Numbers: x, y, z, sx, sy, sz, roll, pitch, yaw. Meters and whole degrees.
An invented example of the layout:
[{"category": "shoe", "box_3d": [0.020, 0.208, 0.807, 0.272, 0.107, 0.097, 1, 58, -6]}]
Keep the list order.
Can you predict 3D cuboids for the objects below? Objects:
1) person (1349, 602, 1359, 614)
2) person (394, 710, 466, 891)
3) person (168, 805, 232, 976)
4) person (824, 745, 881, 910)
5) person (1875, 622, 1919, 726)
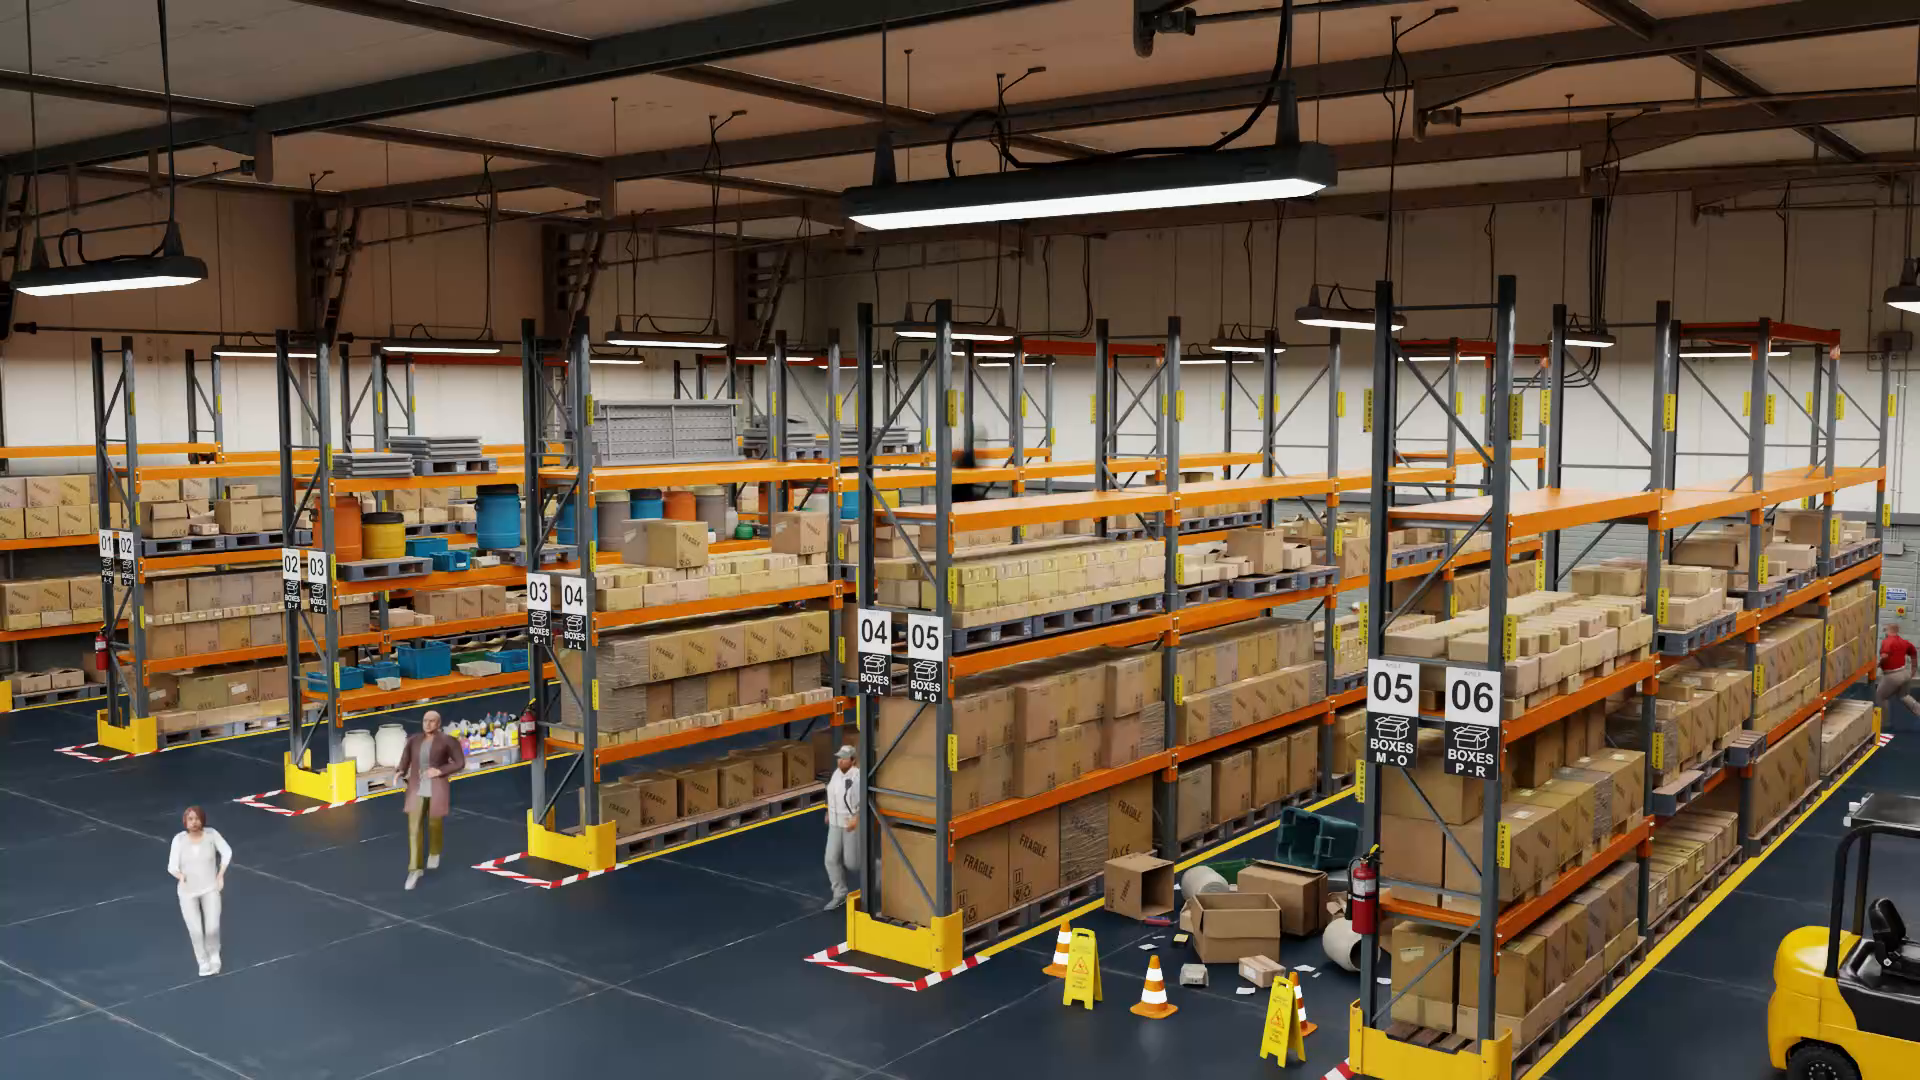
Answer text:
[{"category": "person", "box_3d": [6.595, 1.904, 27.563, 0.655, 1.741, 0.694, -4, 7, -42]}, {"category": "person", "box_3d": [-5.664, 2.726, 17.767, 0.760, 1.803, 0.949, -1, 5, -6]}, {"category": "person", "box_3d": [-6.678, 3.103, 14.618, 0.508, 1.558, 0.586, -2, 5, -21]}, {"category": "person", "box_3d": [-1.099, 2.894, 16.956, 0.630, 1.652, 0.749, 4, 6, 40]}, {"category": "person", "box_3d": [14.426, 2.089, 25.681, 0.959, 1.666, 0.829, -3, 6, -27]}]
